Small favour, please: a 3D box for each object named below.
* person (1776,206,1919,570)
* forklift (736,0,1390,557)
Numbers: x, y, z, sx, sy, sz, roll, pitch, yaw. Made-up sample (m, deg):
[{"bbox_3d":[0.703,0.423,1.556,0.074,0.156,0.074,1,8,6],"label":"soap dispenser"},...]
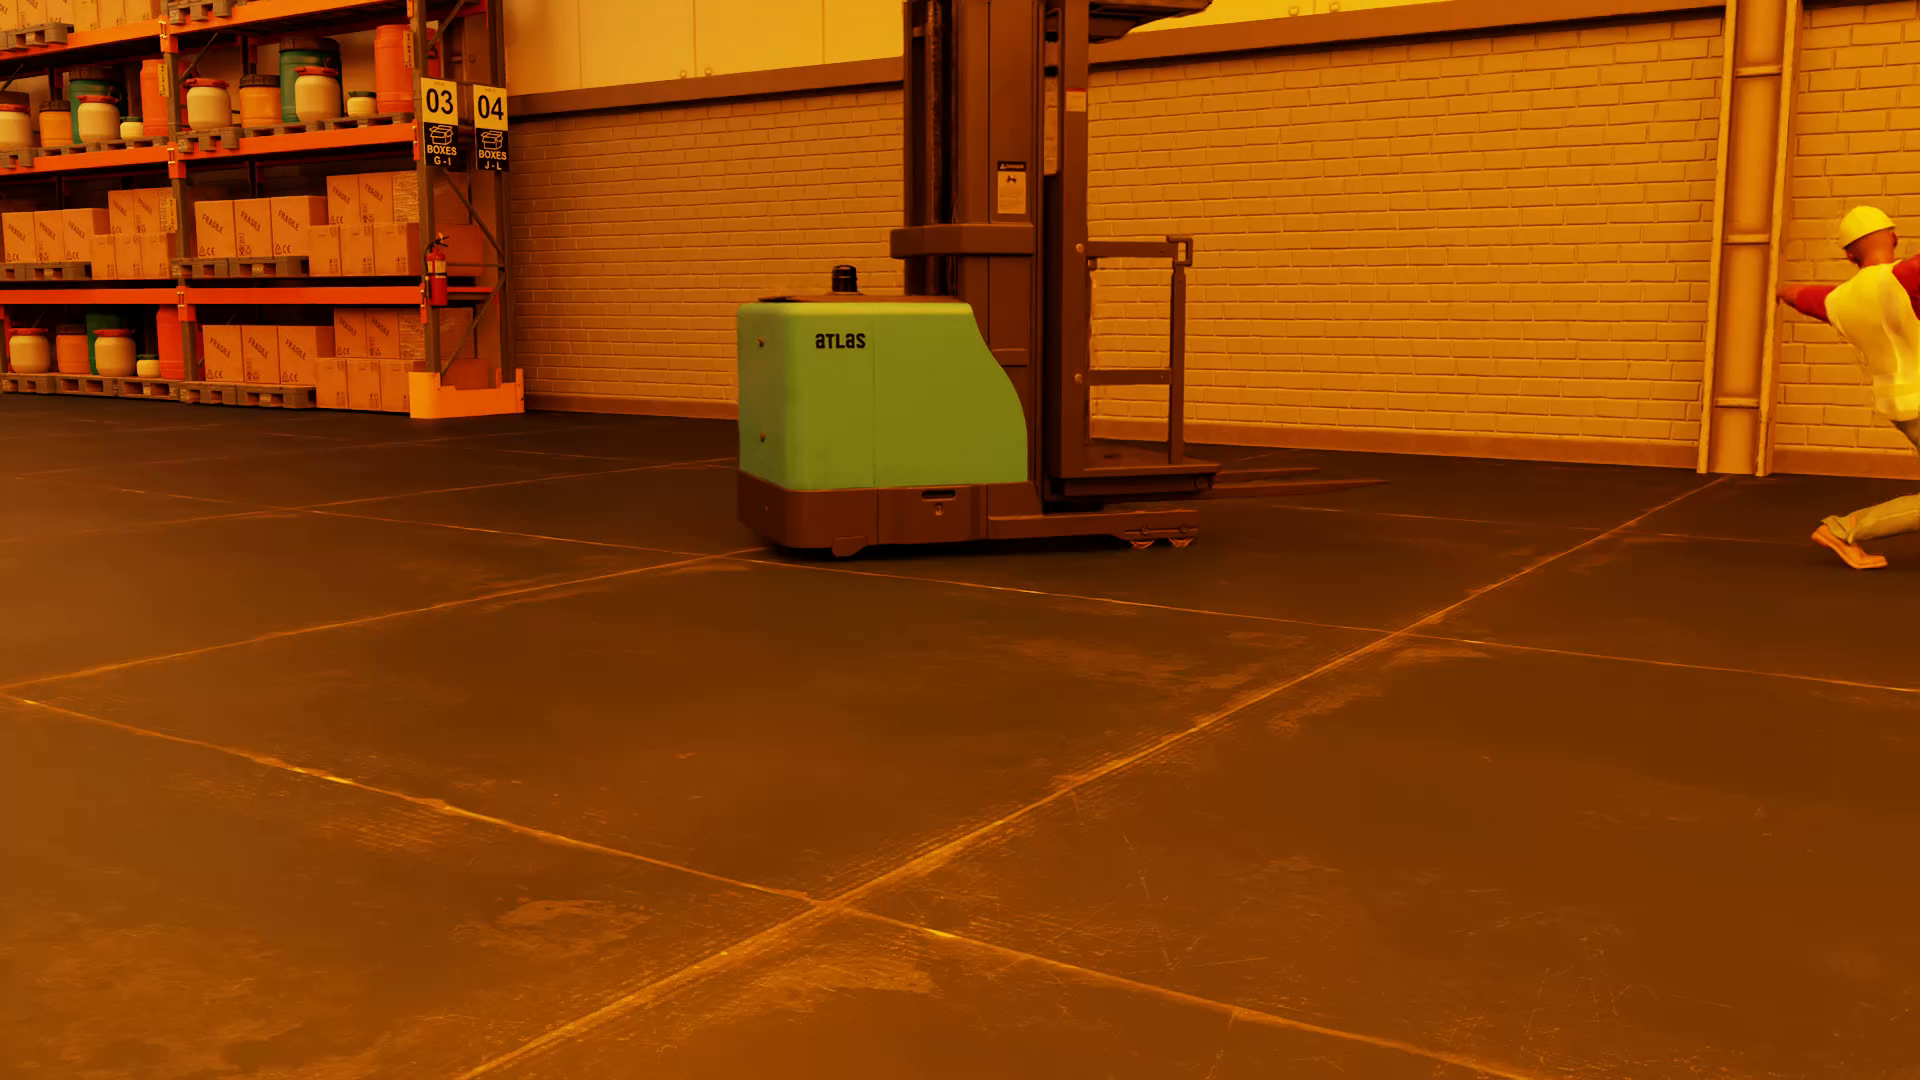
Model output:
[{"bbox_3d":[3.985,-0.673,6.986,0.884,1.576,1.128,1,8,10],"label":"person"},{"bbox_3d":[0.539,-1.484,7.625,3.031,2.935,1.130,-3,9,-20],"label":"forklift"}]
